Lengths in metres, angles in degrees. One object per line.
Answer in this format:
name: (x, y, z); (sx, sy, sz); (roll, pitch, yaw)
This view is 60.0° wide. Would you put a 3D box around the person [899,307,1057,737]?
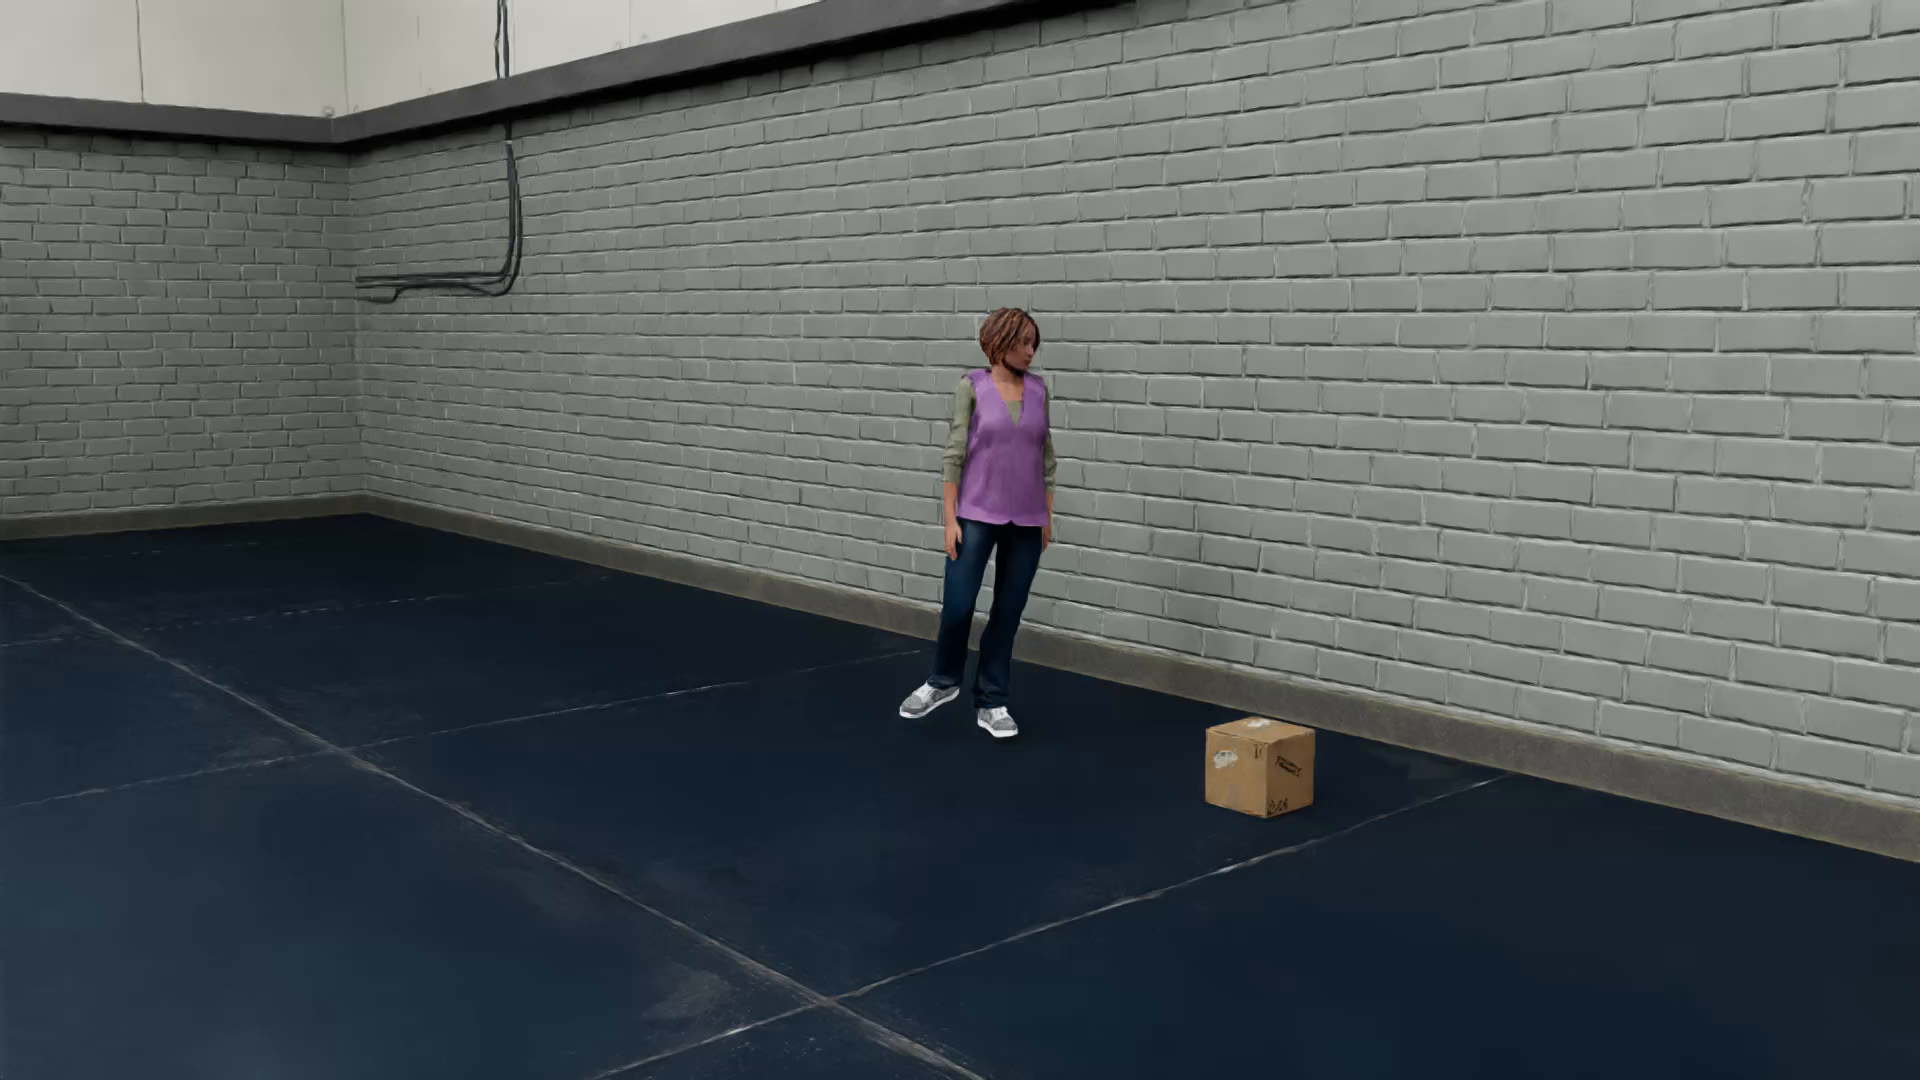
person: (0.079, -0.061, 6.168); (0.580, 1.590, 0.420); (-2, 8, -16)
